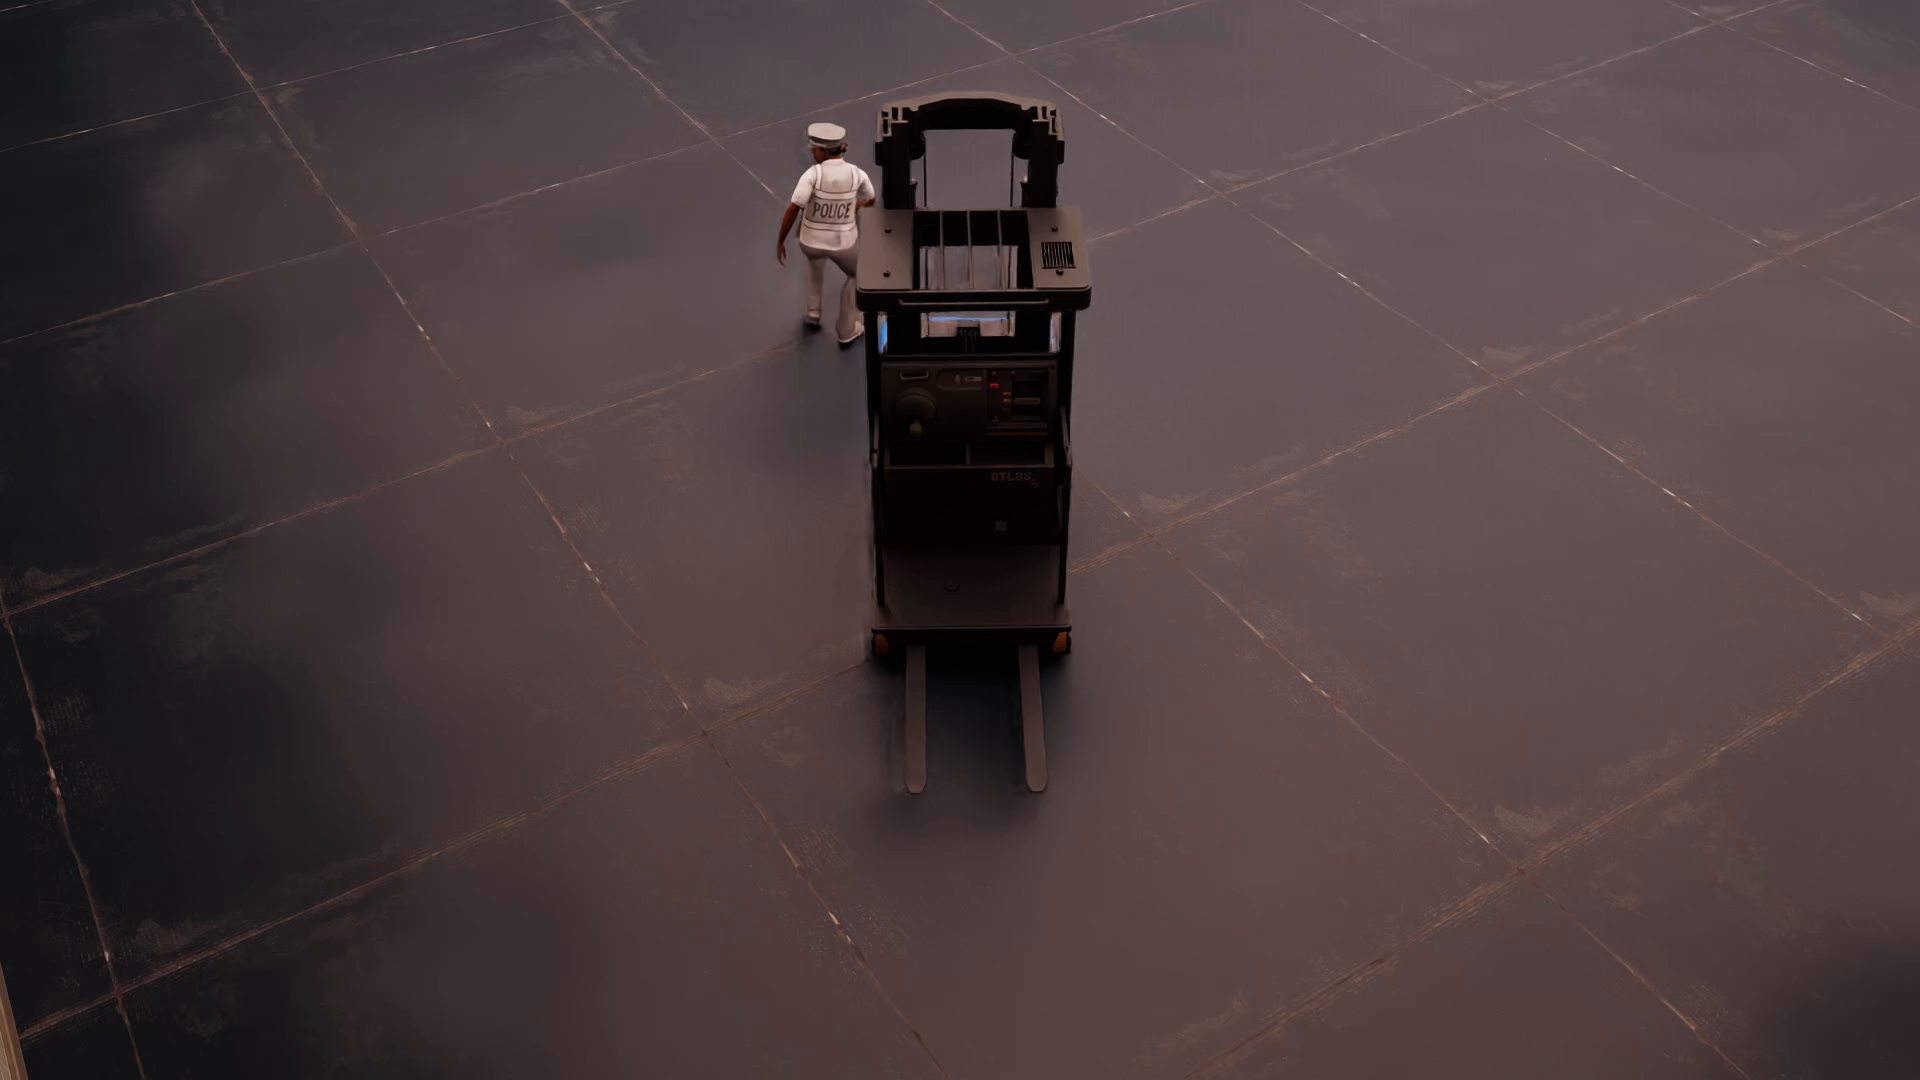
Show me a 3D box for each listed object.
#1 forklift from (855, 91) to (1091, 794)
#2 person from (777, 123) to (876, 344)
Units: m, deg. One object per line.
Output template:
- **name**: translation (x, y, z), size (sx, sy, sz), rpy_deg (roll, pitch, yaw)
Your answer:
- **forklift**: translation (0.054, -0.669, 8.636), size (1.130, 2.935, 3.031), rpy_deg (-1, 41, -1)
- **person**: translation (-0.888, -2.049, 11.262), size (0.633, 1.613, 0.681), rpy_deg (2, 41, 2)
